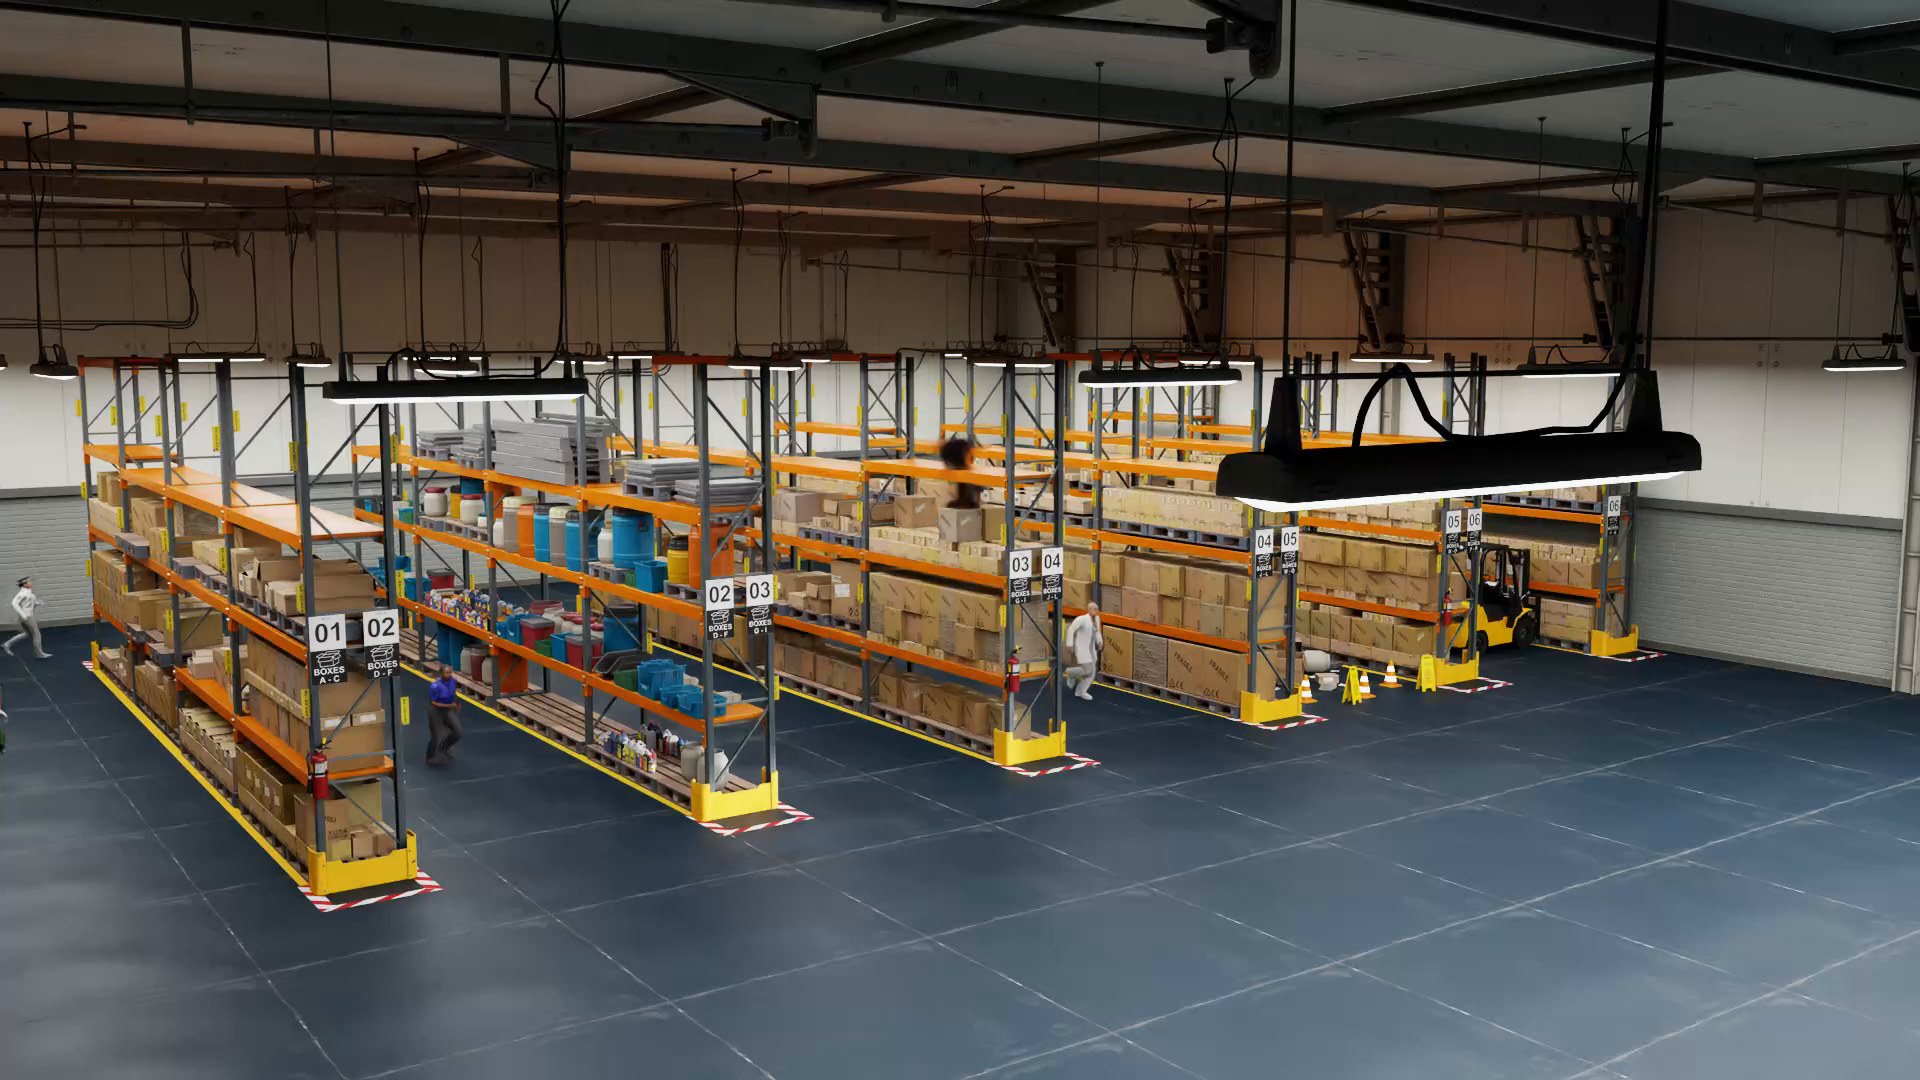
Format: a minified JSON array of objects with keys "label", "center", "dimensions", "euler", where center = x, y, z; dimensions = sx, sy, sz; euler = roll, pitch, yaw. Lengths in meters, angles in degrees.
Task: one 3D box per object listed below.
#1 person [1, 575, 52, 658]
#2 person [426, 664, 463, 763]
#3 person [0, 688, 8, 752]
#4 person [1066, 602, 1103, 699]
[{"label":"person","center":[-18.428,1.516,32.748],"dimensions":[0.873,1.673,0.603],"euler":[-3,8,-27]},{"label":"person","center":[-7.647,2.578,24.676],"dimensions":[0.825,1.547,0.583],"euler":[5,9,36]},{"label":"person","center":[-14.023,2.616,23.894],"dimensions":[0.765,1.671,0.684],"euler":[5,8,34]},{"label":"person","center":[2.181,1.932,29.372],"dimensions":[0.716,1.713,0.702],"euler":[6,9,41]}]
